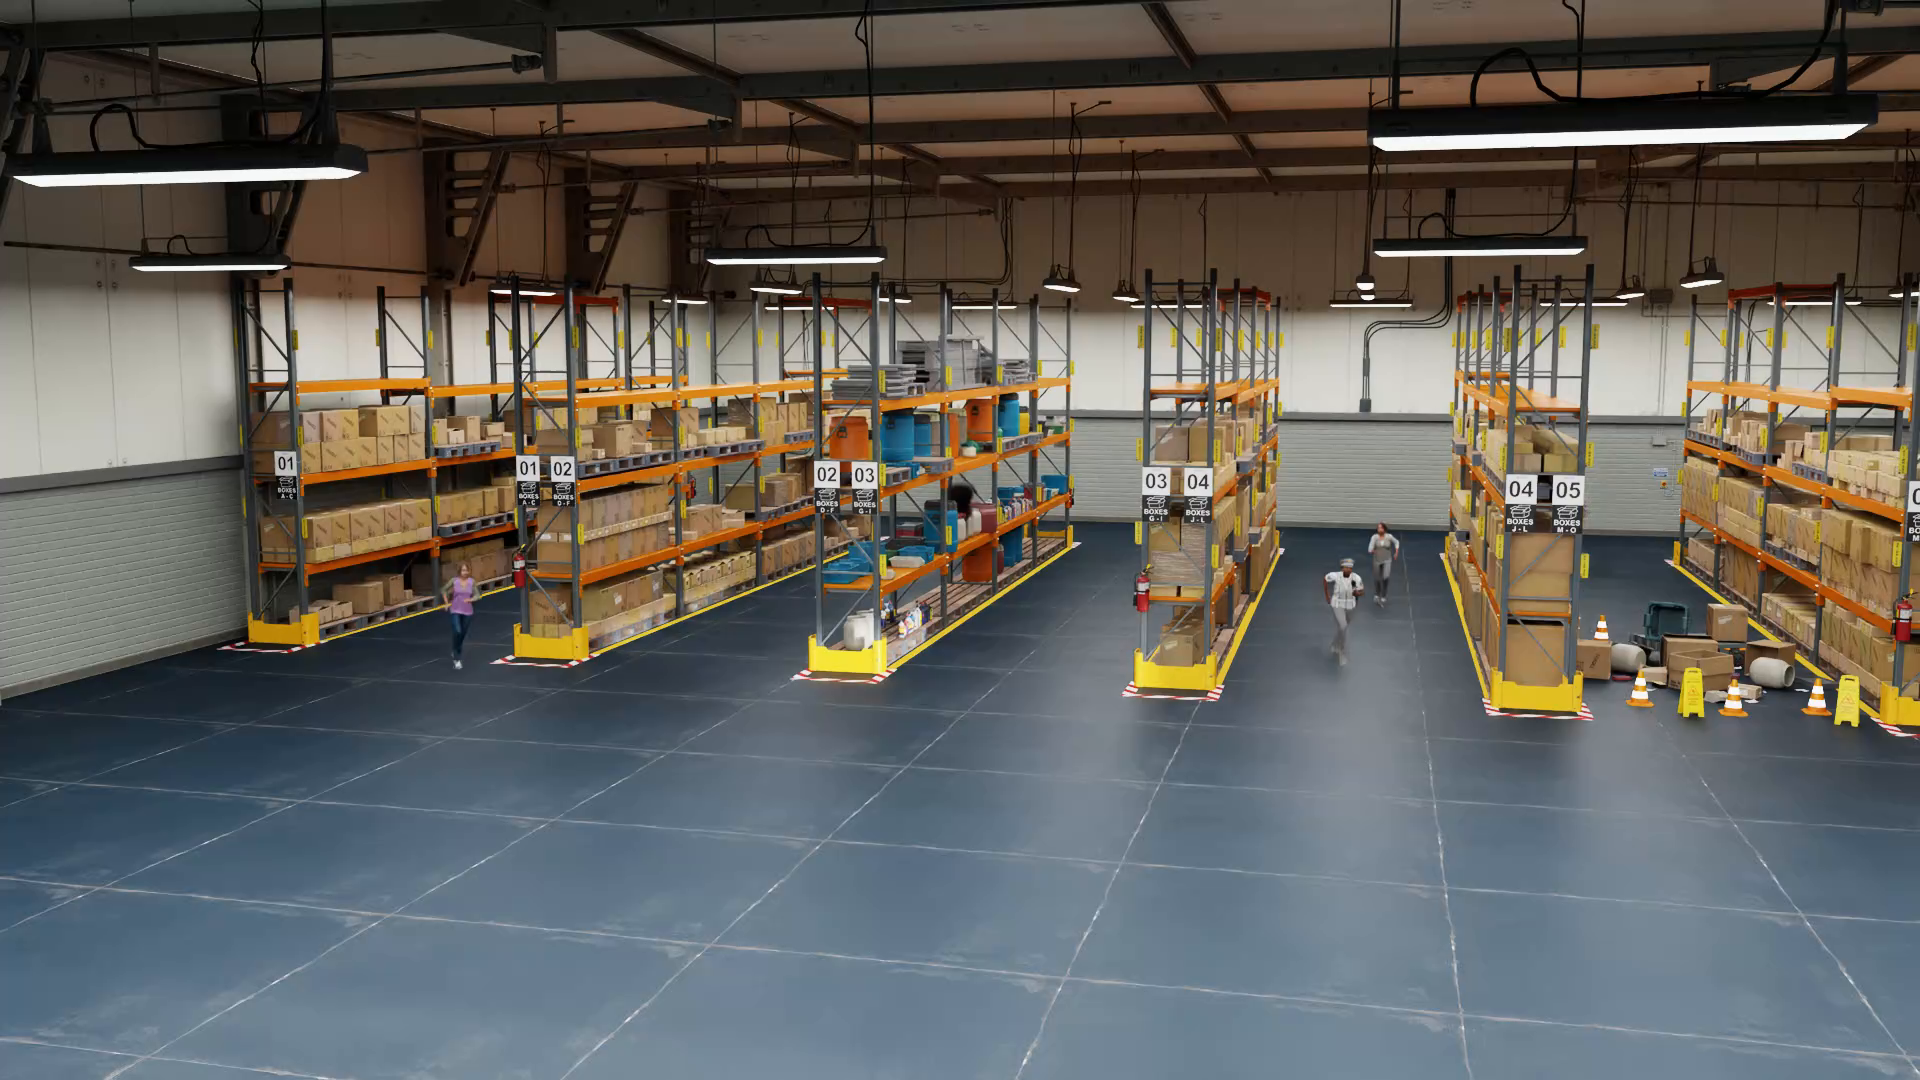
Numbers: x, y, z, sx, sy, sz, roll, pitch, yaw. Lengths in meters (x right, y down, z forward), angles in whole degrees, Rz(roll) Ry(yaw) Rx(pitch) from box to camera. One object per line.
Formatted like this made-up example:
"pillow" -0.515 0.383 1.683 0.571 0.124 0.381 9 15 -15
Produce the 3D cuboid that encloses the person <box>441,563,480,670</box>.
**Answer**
"person" -7.686 1.163 25.654 0.531 1.636 0.698 -4 8 -30

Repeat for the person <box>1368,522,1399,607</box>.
"person" 7.977 0.449 31.369 0.545 1.589 0.813 2 7 18

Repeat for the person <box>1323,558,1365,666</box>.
"person" 5.972 1.092 25.978 0.572 1.679 0.925 -1 7 -6
